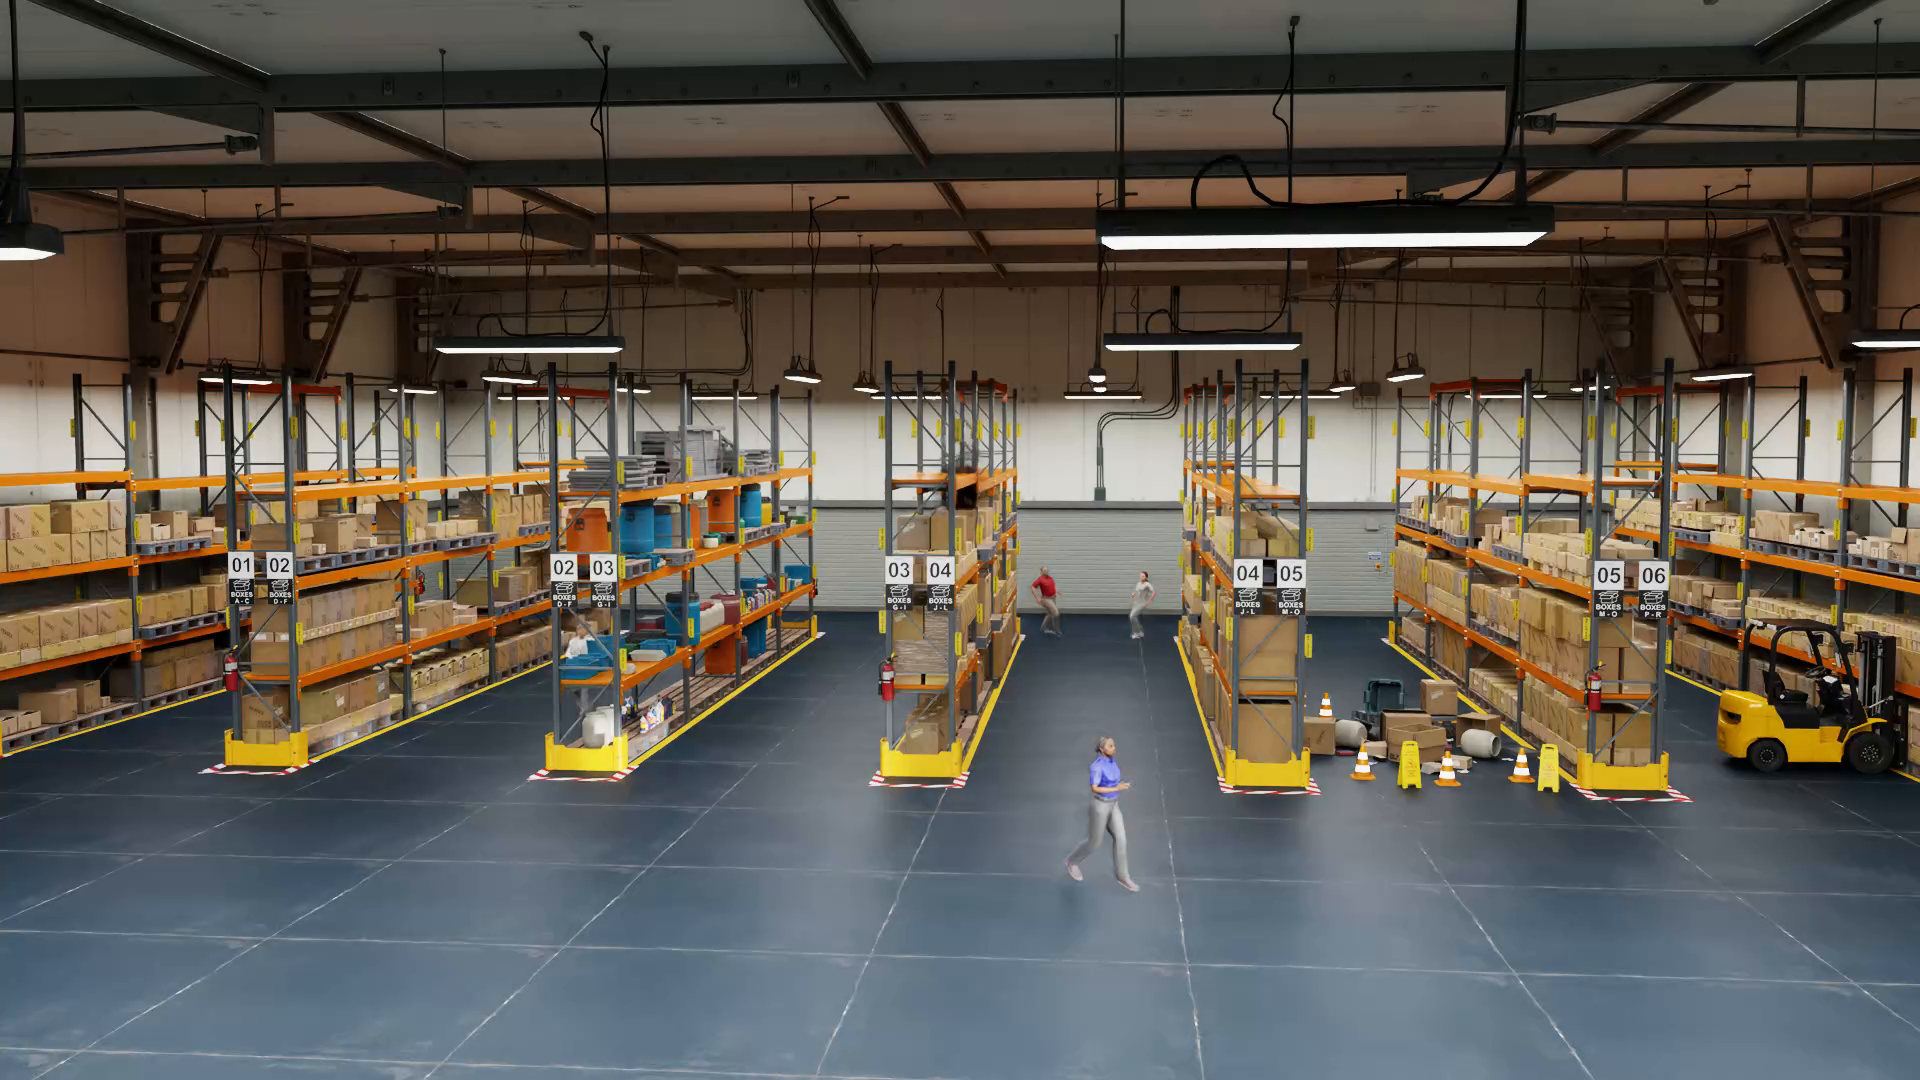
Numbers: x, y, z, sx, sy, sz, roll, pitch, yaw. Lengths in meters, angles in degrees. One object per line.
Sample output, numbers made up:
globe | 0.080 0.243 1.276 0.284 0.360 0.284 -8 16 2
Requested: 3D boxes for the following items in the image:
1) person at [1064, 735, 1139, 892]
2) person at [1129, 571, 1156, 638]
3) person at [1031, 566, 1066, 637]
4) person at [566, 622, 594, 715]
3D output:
person | 1.554 2.957 18.182 0.900 1.662 0.604 3 5 36
person | 4.331 1.573 40.095 0.568 1.652 0.578 -2 4 -26
person | 2.196 1.514 40.433 0.785 1.745 0.702 2 4 32
person | -6.651 2.250 29.290 0.614 1.648 0.571 0 4 -1
